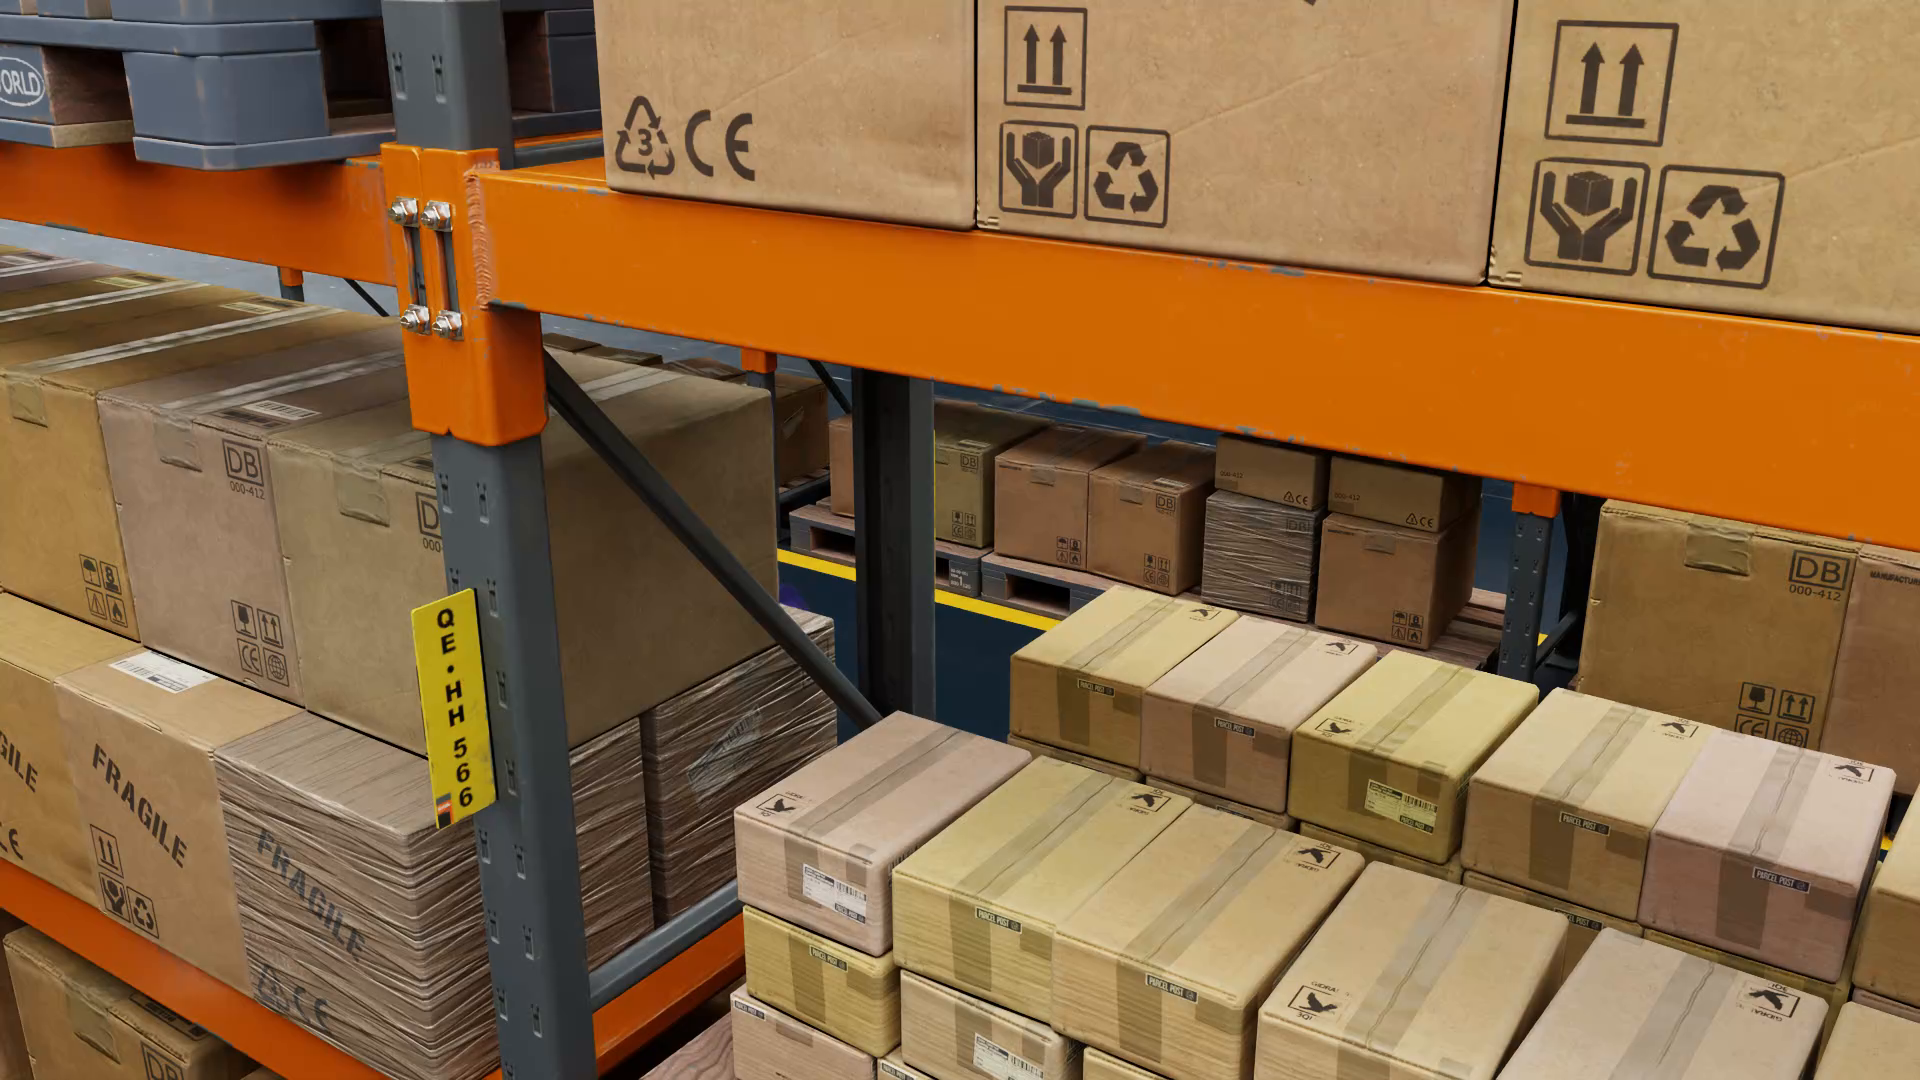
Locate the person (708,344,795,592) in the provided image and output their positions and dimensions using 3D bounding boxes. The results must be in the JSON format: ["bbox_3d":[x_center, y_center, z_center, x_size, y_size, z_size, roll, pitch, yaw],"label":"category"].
[{"bbox_3d":[-0.945,-0.007,6.616,0.515,1.643,0.466,13,24,32],"label":"person"}]
